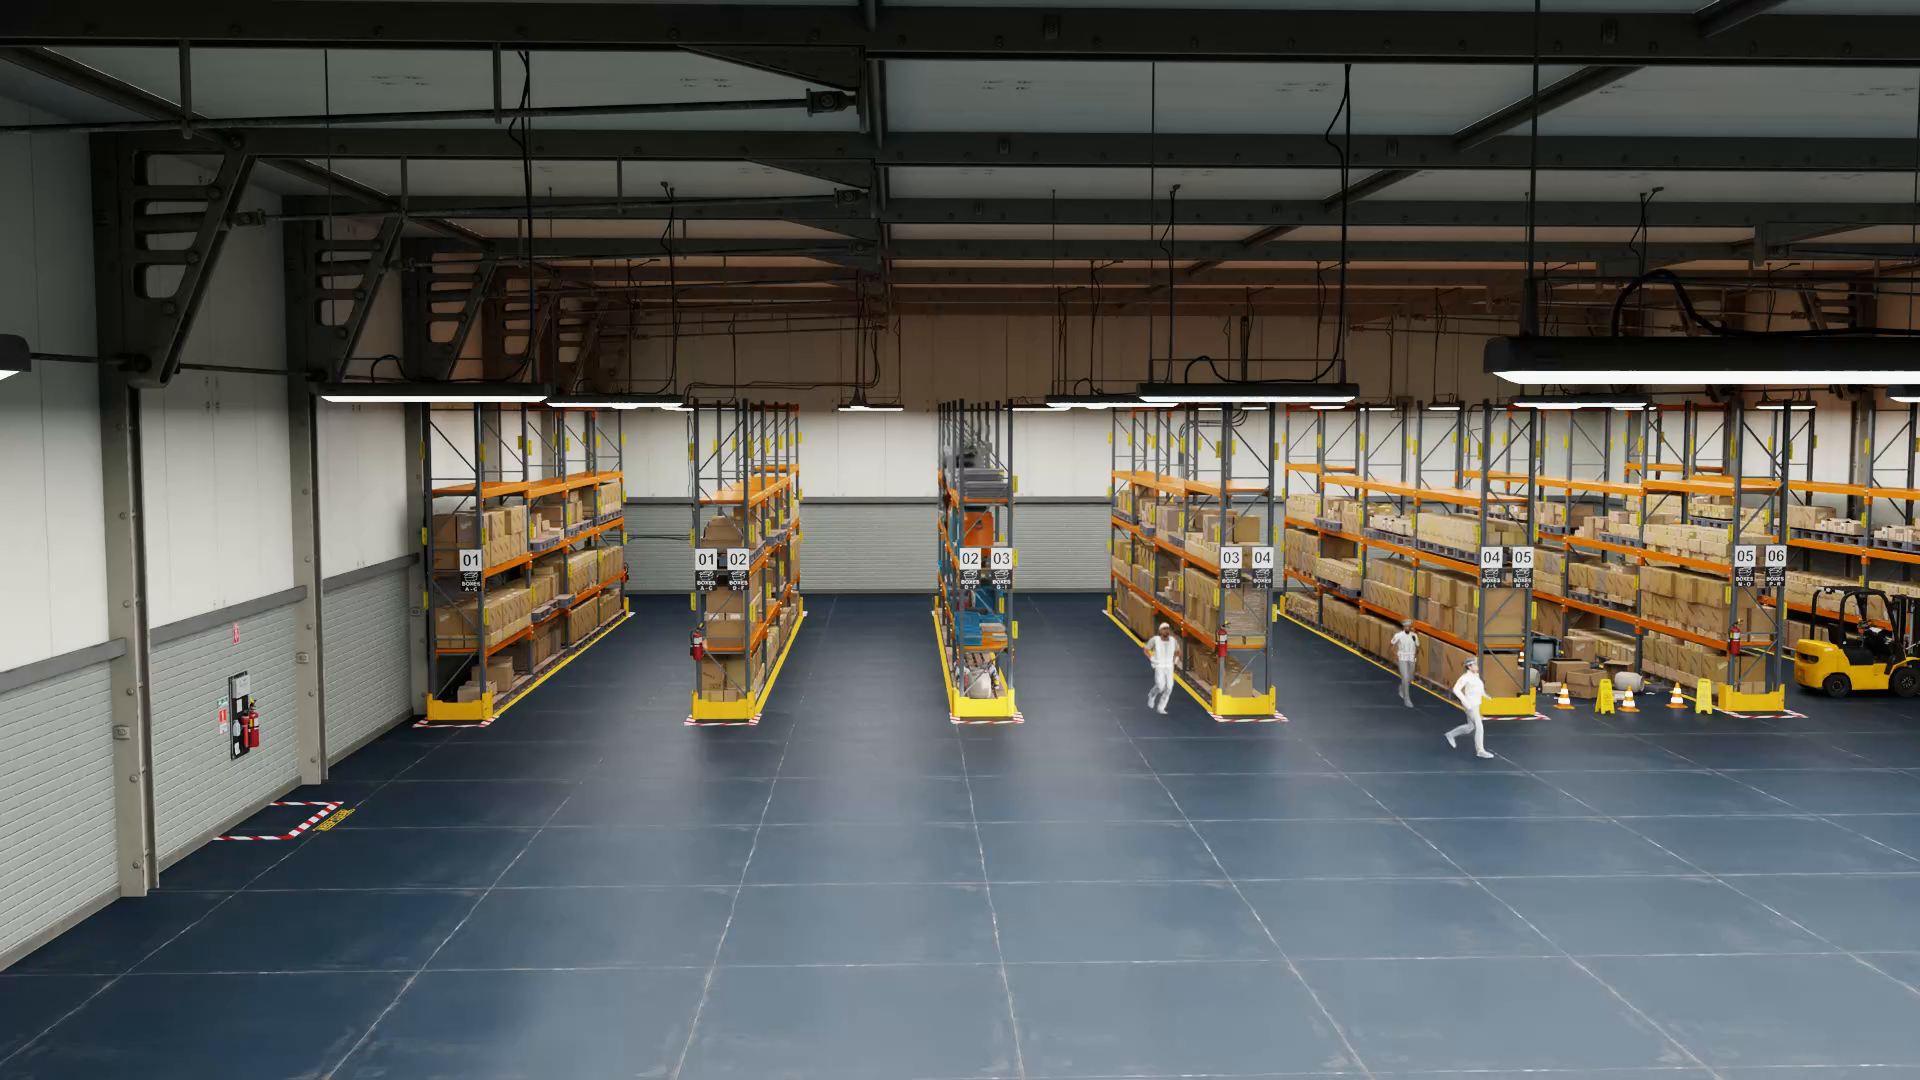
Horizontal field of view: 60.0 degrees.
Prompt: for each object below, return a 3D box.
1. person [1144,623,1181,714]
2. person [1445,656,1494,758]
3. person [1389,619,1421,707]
[{"bbox_3d":[3.918,2.450,31.856,0.724,1.733,0.538,-1,4,-14],"label":"person"},{"bbox_3d":[8.521,2.764,27.791,0.857,1.669,0.643,4,6,40],"label":"person"},{"bbox_3d":[8.808,2.389,32.853,0.596,1.705,0.838,0,4,-6],"label":"person"}]
